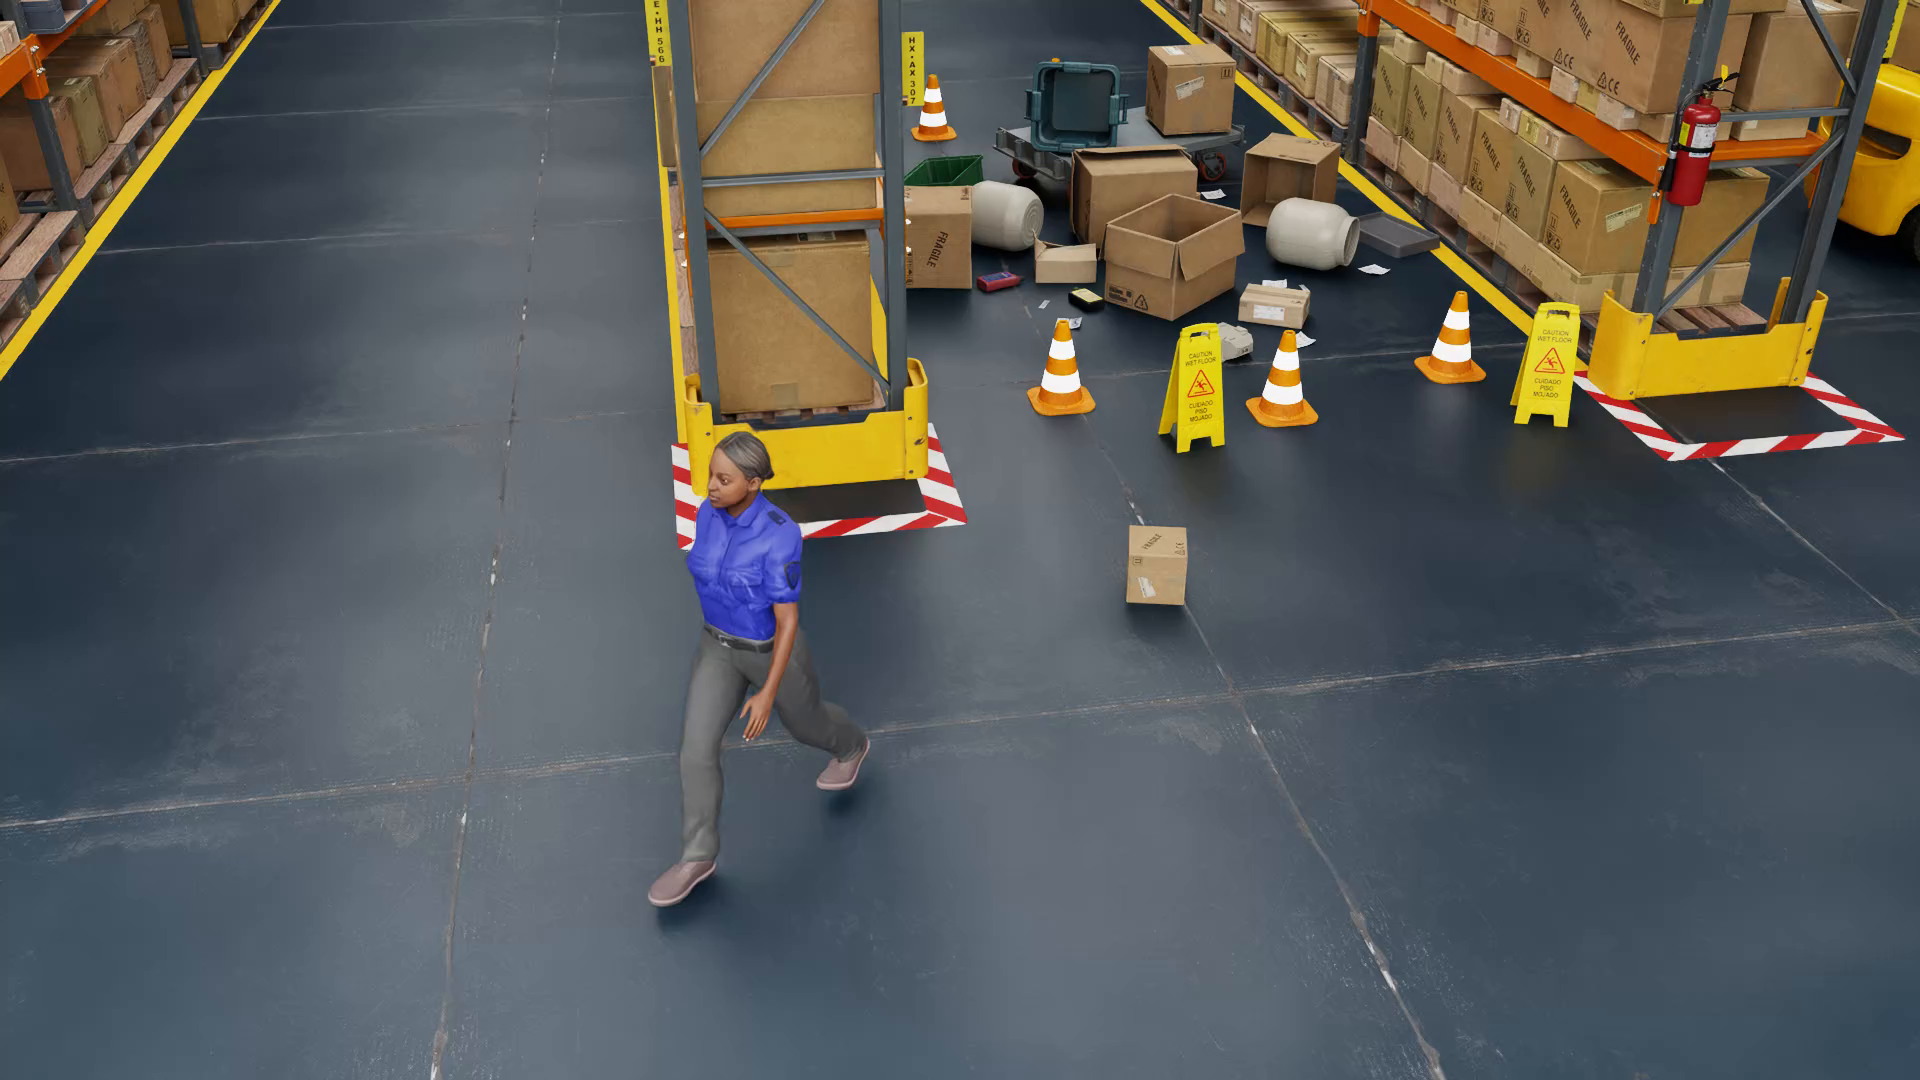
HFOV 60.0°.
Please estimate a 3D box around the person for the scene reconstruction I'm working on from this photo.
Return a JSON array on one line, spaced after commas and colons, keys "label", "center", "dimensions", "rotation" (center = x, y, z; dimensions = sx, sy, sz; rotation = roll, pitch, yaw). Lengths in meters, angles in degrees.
[{"label": "person", "center": [-0.677, 0.367, 5.522], "dimensions": [0.447, 1.595, 1.036], "rotation": [15, 34, 24]}]
